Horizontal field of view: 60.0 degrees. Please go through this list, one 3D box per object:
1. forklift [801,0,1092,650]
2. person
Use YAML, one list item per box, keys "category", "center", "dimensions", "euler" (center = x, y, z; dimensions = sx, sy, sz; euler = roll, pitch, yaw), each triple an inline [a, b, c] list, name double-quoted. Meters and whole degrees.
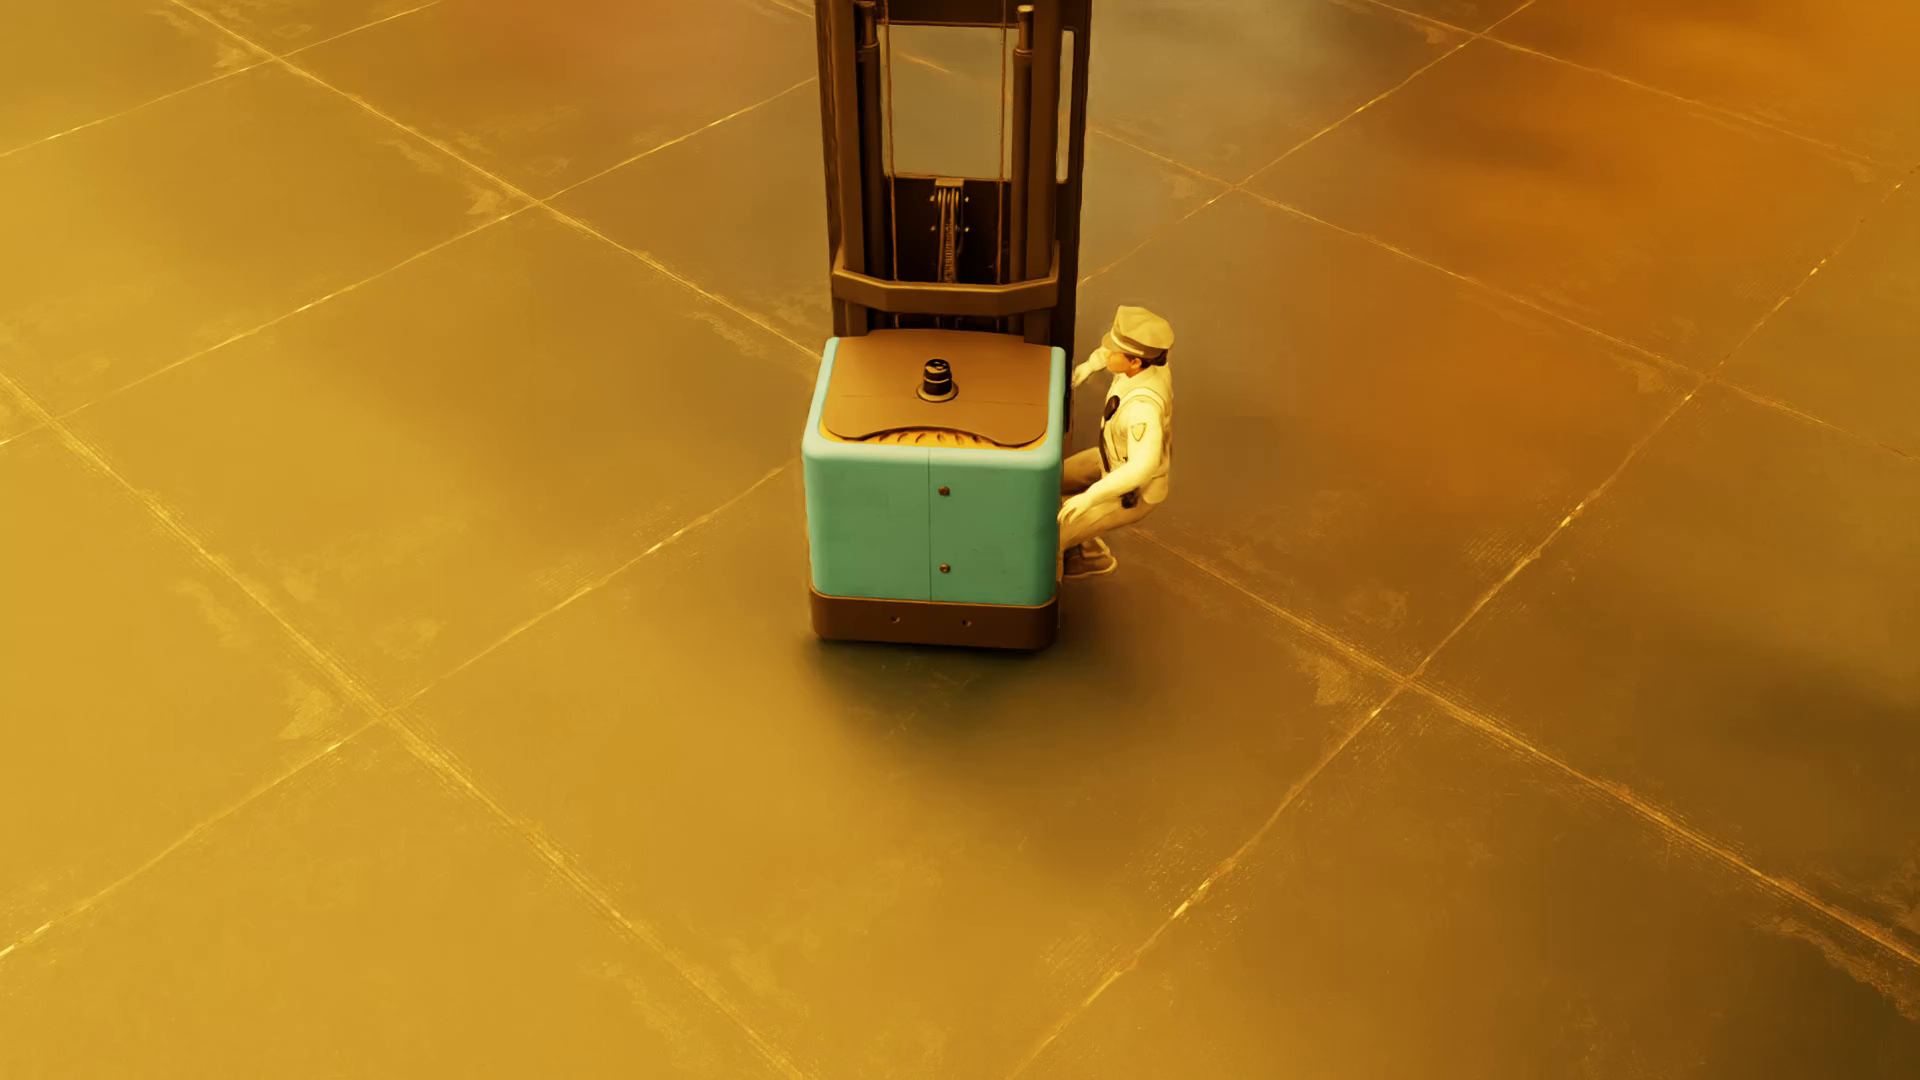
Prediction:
- category: "forklift"
  center: [-0.008, -1.598, 7.291]
  dimensions: [1.130, 2.935, 3.031]
  euler: [3, 41, 3]
- category: "person"
  center: [0.476, -0.284, 6.831]
  dimensions: [0.767, 1.525, 0.991]
  euler: [4, 41, 5]
